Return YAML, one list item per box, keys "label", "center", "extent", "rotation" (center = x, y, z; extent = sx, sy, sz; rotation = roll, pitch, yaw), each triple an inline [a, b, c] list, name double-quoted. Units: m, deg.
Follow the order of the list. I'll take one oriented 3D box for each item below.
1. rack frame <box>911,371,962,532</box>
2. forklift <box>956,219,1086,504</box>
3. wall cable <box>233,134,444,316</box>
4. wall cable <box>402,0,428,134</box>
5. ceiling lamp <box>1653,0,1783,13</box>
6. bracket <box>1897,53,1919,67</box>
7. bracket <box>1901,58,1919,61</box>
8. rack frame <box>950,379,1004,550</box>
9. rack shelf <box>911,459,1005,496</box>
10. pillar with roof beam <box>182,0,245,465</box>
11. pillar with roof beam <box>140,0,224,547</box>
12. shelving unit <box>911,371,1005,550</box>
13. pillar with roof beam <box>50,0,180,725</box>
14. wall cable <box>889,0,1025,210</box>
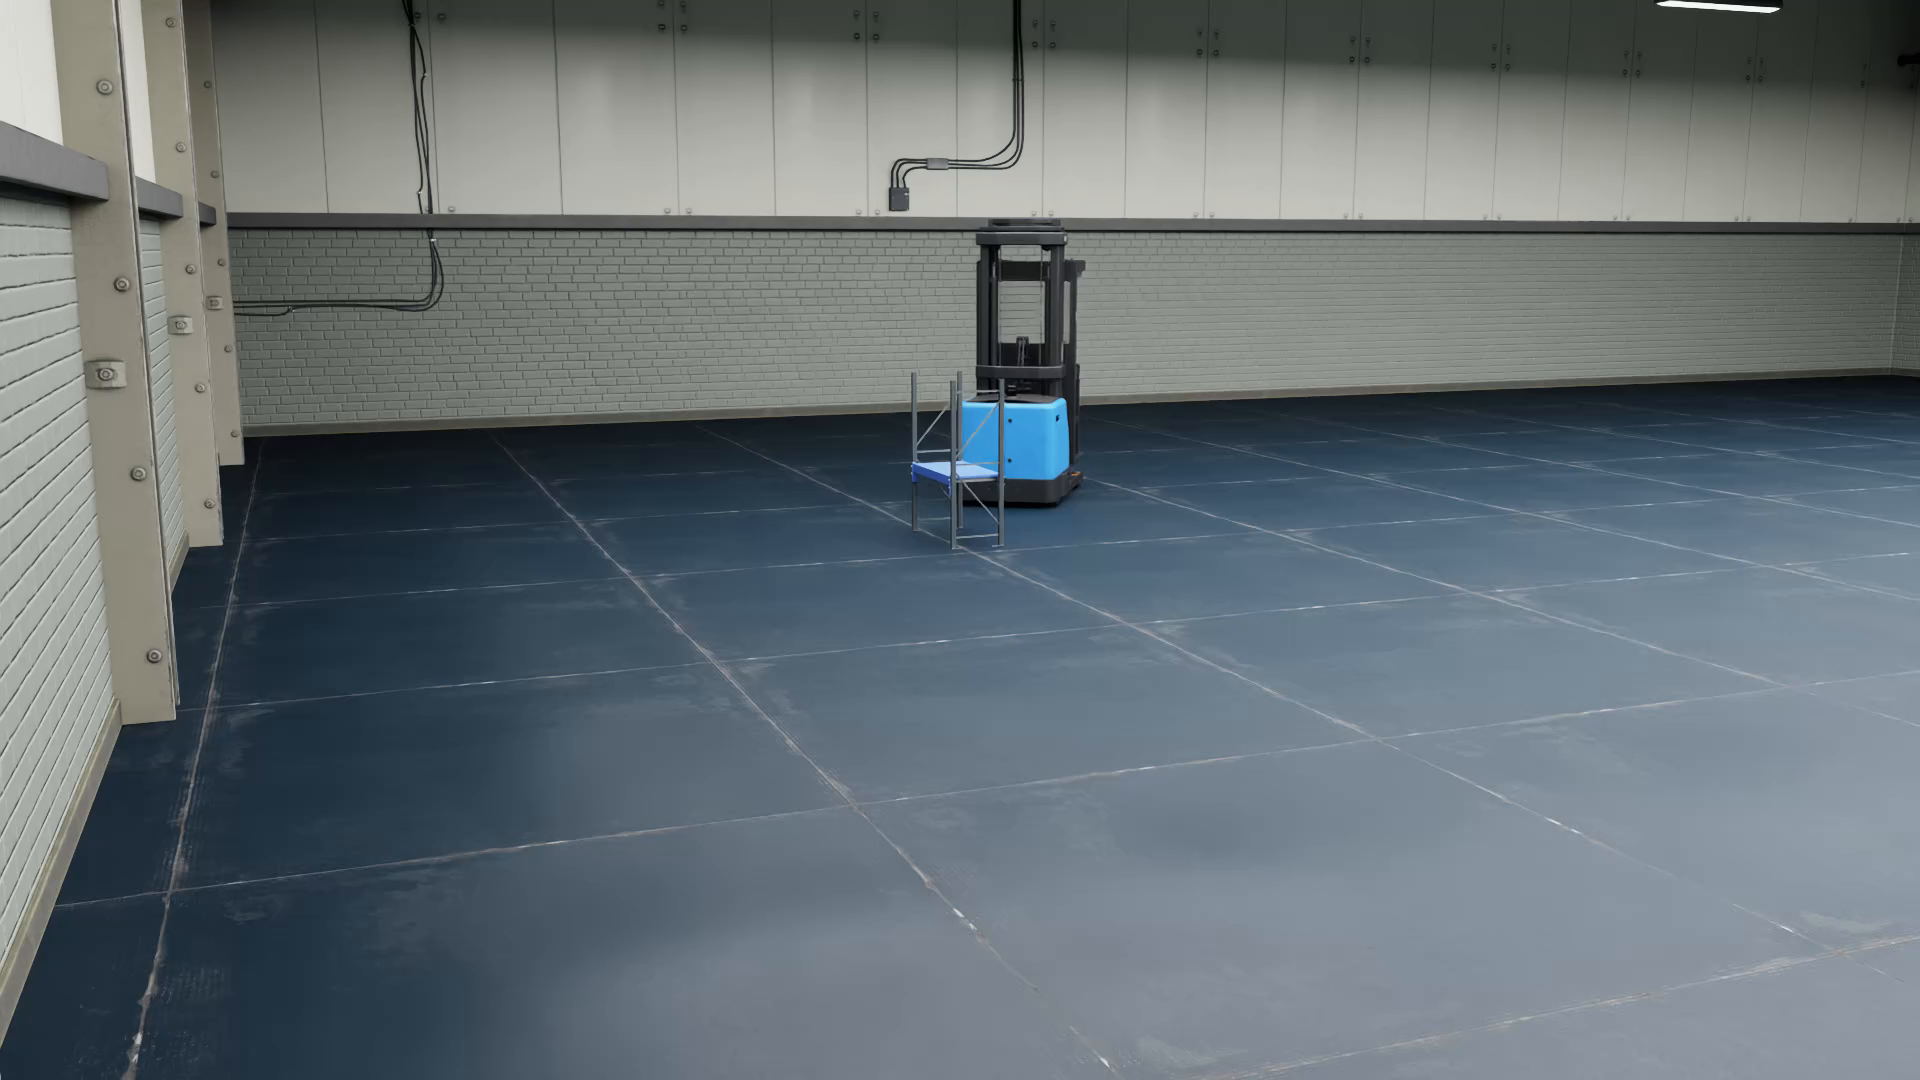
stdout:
- label: "rack frame"
  center: [-0.215, -0.835, 15.663]
  extent: [0.500, 1.500, 0.032]
  rotation: [-4, 11, -21]
- label: "forklift"
  center: [0.770, -2.024, 18.259]
  extent: [1.130, 2.935, 3.031]
  rotation: [2, 10, 12]
- label: "wall cable"
  center: [-8.875, -4.422, 23.281]
  extent: [3.097, 2.526, 0.112]
  rotation: [-4, 11, -21]
- label: "wall cable"
  center: [-6.354, -7.080, 23.804]
  extent: [3.097, 2.526, 0.112]
  rotation: [-4, 11, -21]
- label: "ceiling lamp"
  center: [10.254, -8.848, 22.627]
  extent: [2.000, 3.185, 0.800]
  rotation: [-4, 11, -21]
- label: "bracket"
  center: [18.979, -9.589, 33.186]
  extent: [0.235, 0.232, 0.430]
  rotation: [-4, 11, -21]
- label: "bracket"
  center: [19.193, -9.493, 32.644]
  extent: [0.076, 0.066, 3.189]
  rotation: [-4, 11, -21]
- label: "rack frame"
  center: [0.153, -0.669, 14.730]
  extent: [0.500, 1.500, 0.032]
  rotation: [-4, 11, -21]
- label: "rack shelf"
  center: [-0.031, -0.575, 15.228]
  extent: [0.538, 0.185, 1.000]
  rotation: [-4, 11, -21]
- label: "pillar with roof beam"
  center: [-5.028, -5.659, 21.370]
  extent: [9.100, 9.000, 0.400]
  rotation: [-4, 11, -21]
- label: "pillar with roof beam"
  center: [-2.854, -4.680, 15.864]
  extent: [9.100, 9.000, 0.400]
  rotation: [-4, 11, -21]
- label: "shelving unit"
  center: [-0.031, -0.752, 15.197]
  extent: [0.538, 1.500, 1.048]
  rotation: [-4, 11, -21]
- label: "pillar with roof beam"
  center: [-0.679, -3.700, 10.358]
  extent: [9.100, 9.000, 0.400]
  rotation: [-4, 11, -21]
- label: "wall cable"
  center: [-0.021, -8.225, 26.084]
  extent: [2.305, 6.003, 0.169]
  rotation: [-4, 11, -21]
